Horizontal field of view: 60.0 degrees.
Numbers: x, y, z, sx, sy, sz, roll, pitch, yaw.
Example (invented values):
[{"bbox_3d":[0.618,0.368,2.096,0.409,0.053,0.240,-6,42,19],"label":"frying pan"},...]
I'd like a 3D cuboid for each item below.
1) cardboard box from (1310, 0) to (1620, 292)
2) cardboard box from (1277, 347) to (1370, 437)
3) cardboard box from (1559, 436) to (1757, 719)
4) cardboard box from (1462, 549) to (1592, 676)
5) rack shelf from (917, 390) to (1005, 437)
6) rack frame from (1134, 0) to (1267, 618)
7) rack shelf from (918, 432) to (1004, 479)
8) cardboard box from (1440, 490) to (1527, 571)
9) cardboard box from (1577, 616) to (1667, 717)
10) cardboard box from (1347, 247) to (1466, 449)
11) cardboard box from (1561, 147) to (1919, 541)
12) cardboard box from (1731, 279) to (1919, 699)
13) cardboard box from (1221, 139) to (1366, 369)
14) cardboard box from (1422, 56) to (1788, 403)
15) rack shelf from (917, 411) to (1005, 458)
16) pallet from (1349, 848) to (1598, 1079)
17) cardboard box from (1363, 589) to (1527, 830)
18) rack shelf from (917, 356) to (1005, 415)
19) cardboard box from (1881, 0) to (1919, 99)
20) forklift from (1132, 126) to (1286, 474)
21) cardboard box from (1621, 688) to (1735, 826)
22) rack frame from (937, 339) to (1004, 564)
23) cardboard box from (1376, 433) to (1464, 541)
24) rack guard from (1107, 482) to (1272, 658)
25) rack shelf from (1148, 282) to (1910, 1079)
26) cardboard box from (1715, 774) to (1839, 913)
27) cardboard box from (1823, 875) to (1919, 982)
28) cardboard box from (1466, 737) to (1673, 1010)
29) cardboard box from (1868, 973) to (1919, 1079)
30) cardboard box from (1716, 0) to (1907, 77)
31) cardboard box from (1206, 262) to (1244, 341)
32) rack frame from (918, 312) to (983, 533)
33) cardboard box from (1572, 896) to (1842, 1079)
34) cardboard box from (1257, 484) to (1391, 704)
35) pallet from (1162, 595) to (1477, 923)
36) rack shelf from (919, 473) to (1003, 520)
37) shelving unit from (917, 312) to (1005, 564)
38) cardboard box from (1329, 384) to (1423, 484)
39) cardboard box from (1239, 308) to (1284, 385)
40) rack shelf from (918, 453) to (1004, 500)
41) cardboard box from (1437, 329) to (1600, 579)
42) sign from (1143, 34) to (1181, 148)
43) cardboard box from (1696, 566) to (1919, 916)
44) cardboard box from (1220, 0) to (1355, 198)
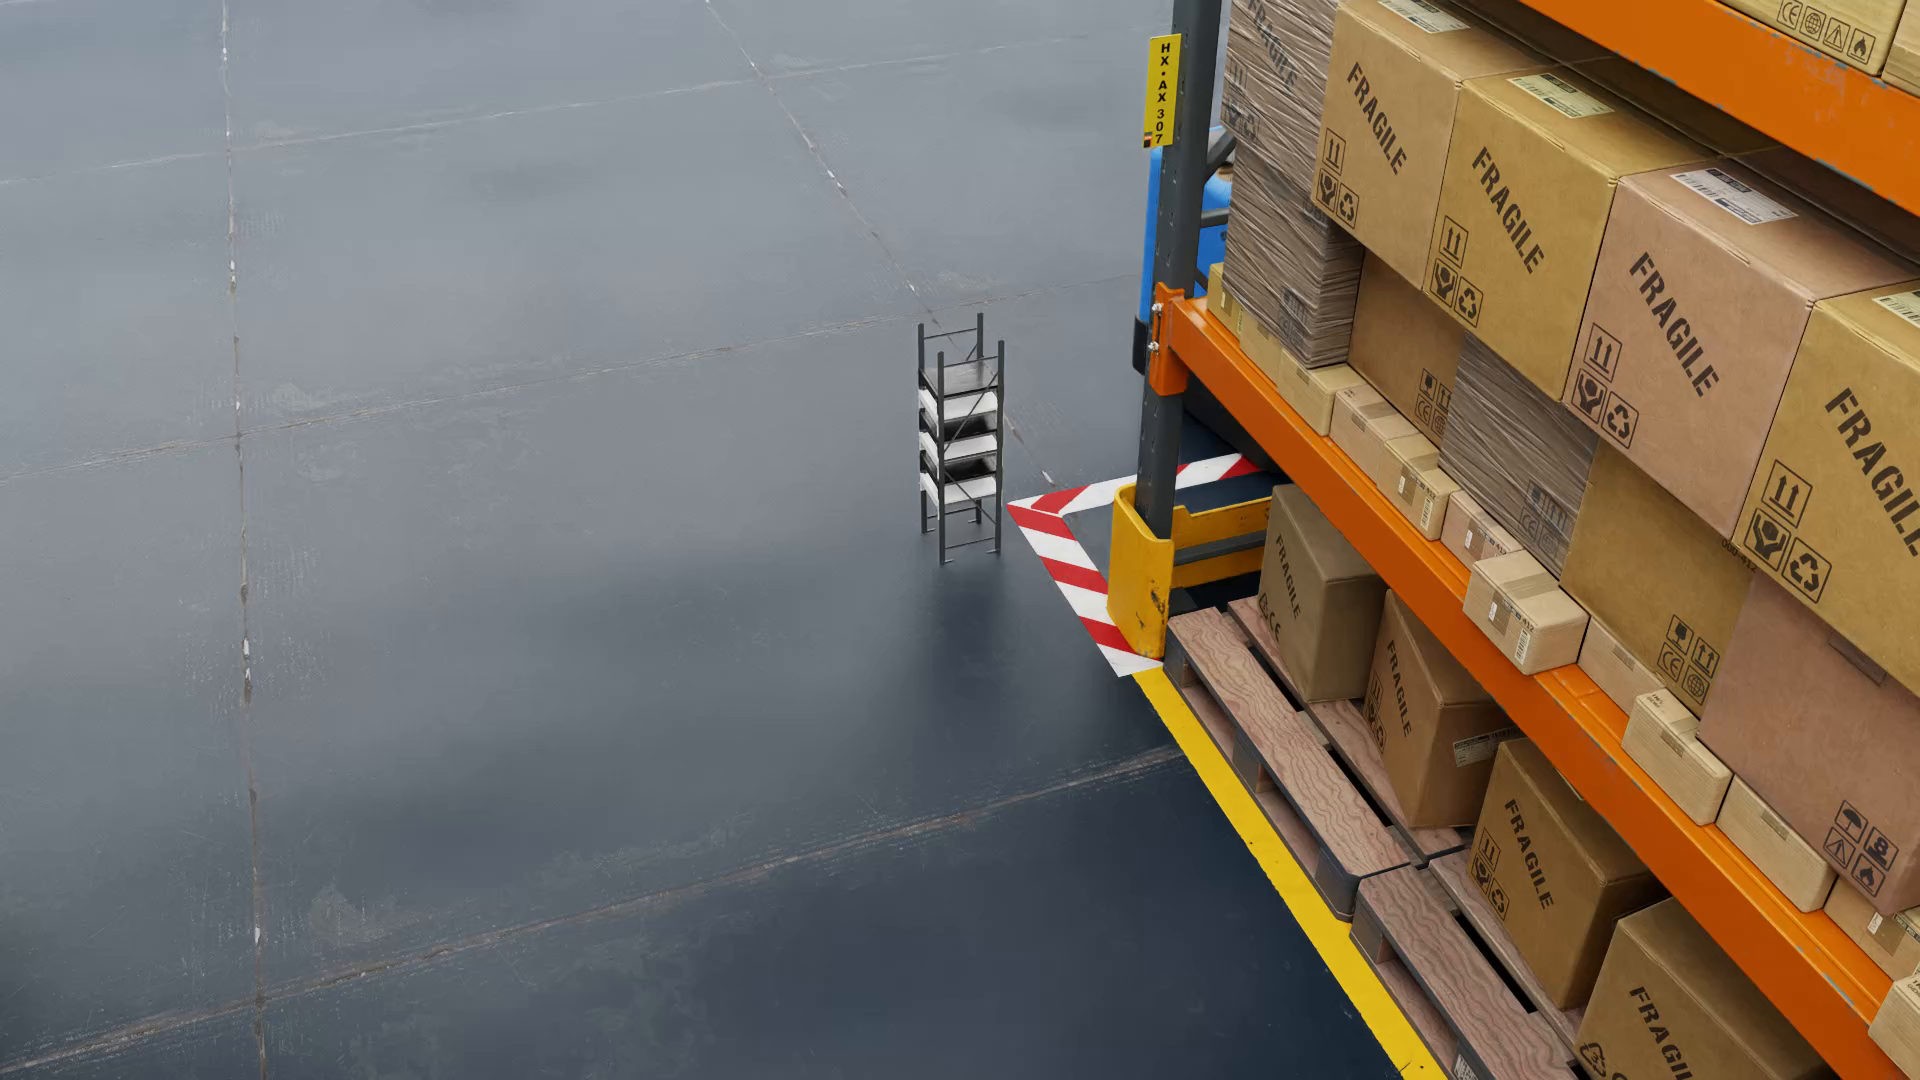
[{"bbox_3d":[1.185,-0.948,3.854,0.500,0.500,0.500,-12,39,-16],"label":"cardboard box"},{"bbox_3d":[1.100,-0.441,4.551,0.380,0.149,0.250,-12,39,-16],"label":"cardboard box"},{"bbox_3d":[1.827,-0.049,3.492,0.875,0.500,0.500,-12,39,-16],"label":"cardboard box"},{"bbox_3d":[1.385,0.137,3.783,0.380,0.149,0.250,-12,39,-16],"label":"cardboard box"},{"bbox_3d":[0.003,-0.472,5.885,0.258,0.077,0.200,-12,39,-16],"label":"rack shelf"},{"bbox_3d":[1.086,-1.041,5.139,1.000,3.000,0.127,-12,39,-16],"label":"rack frame"},{"bbox_3d":[0.003,-0.328,5.993,0.258,0.077,0.200,-12,39,-16],"label":"rack shelf"},{"bbox_3d":[1.396,-0.025,3.999,0.380,0.149,0.250,-12,39,-16],"label":"cardboard box"},{"bbox_3d":[1.596,0.251,3.632,0.380,0.149,0.250,-12,39,-16],"label":"cardboard box"},{"bbox_3d":[1.534,-0.626,4.257,0.875,0.500,0.500,-12,39,-16],"label":"cardboard box"},{"bbox_3d":[1.536,-0.385,3.106,0.500,0.500,0.500,-12,39,-16],"label":"cardboard box"},{"bbox_3d":[1.705,-0.101,2.730,0.500,0.500,0.500,-12,39,-16],"label":"cardboard box"},{"bbox_3d":[1.249,-0.883,4.599,0.875,0.500,0.500,-12,39,-16],"label":"cardboard box"},{"bbox_3d":[1.358,-0.666,3.479,0.500,0.500,0.500,-12,39,-16],"label":"cardboard box"},{"bbox_3d":[0.003,-0.400,5.939,0.258,0.077,0.200,-12,39,-16],"label":"rack shelf"},{"bbox_3d":[1.774,1.270,4.388,1.003,0.211,1.213,-12,39,-16],"label":"pallet"},{"bbox_3d":[1.523,0.477,4.853,0.500,0.500,0.500,-3,37,-4],"label":"cardboard box"},{"bbox_3d":[0.003,-0.544,5.831,0.258,0.077,0.200,-12,39,-16],"label":"rack shelf"},{"bbox_3d":[1.710,-0.707,2.327,0.500,0.250,0.500,-13,39,-16],"label":"cardboard box"},{"bbox_3d":[2.273,-2.074,6.567,3.031,2.935,1.130,-19,41,-24],"label":"forklift"},{"bbox_3d":[1.610,0.408,3.424,0.380,0.149,0.250,-12,39,-16],"label":"cardboard box"},{"bbox_3d":[0.038,-0.297,5.897,0.240,0.900,0.006,-12,39,-16],"label":"rack frame"},{"bbox_3d":[1.285,-0.161,4.179,0.380,0.149,0.250,-12,39,-16],"label":"cardboard box"},{"bbox_3d":[1.112,0.000,5.834,1.175,0.500,0.348,-12,39,-16],"label":"rack guard"},{"bbox_3d":[1.774,0.376,3.855,1.077,0.370,4.000,-12,39,-16],"label":"rack shelf"},{"bbox_3d":[1.729,0.542,3.246,0.380,0.149,0.250,-12,39,-16],"label":"cardboard box"},{"bbox_3d":[1.853,0.675,3.070,0.380,0.149,0.250,-12,39,-16],"label":"cardboard box"},{"bbox_3d":[1.720,0.834,4.378,0.500,0.500,0.500,-9,38,-12],"label":"cardboard box"},{"bbox_3d":[1.815,0.843,2.846,0.380,0.149,0.250,-12,39,-16],"label":"cardboard box"},{"bbox_3d":[1.543,-0.990,2.702,0.500,0.250,0.500,-11,38,-15],"label":"cardboard box"},{"bbox_3d":[0.960,-0.730,4.935,0.380,0.149,0.250,-12,39,-16],"label":"cardboard box"},{"bbox_3d":[-0.032,-0.412,6.049,0.240,0.900,0.006,-12,39,-16],"label":"rack frame"},{"bbox_3d":[1.871,1.159,3.947,0.500,0.500,0.500,-16,40,-20],"label":"cardboard box"},{"bbox_3d":[1.285,0.146,5.292,0.500,0.500,0.500,-6,37,-7],"label":"cardboard box"},{"bbox_3d":[1.358,0.582,5.302,1.003,0.211,1.213,-12,39,-16],"label":"pallet"},{"bbox_3d":[0.003,-0.184,6.102,0.258,0.077,0.200,-12,39,-16],"label":"rack shelf"},{"bbox_3d":[0.003,-0.355,5.973,0.258,0.900,0.210,-12,39,-16],"label":"shelving unit"},{"bbox_3d":[1.205,-0.304,4.369,0.380,0.149,0.250,-12,39,-16],"label":"cardboard box"},{"bbox_3d":[1.028,-0.585,4.742,0.380,0.149,0.250,-12,39,-16],"label":"cardboard box"},{"bbox_3d":[0.003,-0.256,6.047,0.258,0.077,0.200,-12,39,-16],"label":"rack shelf"},{"bbox_3d":[1.665,-0.334,3.870,0.875,0.500,0.500,-12,39,-16],"label":"cardboard box"},{"bbox_3d":[0.576,-1.274,4.729,0.100,0.325,0.005,-12,39,-16],"label":"sign"},{"bbox_3d":[1.960,0.242,3.106,0.875,0.500,0.500,-12,39,-16],"label":"cardboard box"},{"bbox_3d":[1.019,-1.232,4.231,0.500,0.500,0.500,-12,39,-16],"label":"cardboard box"}]
